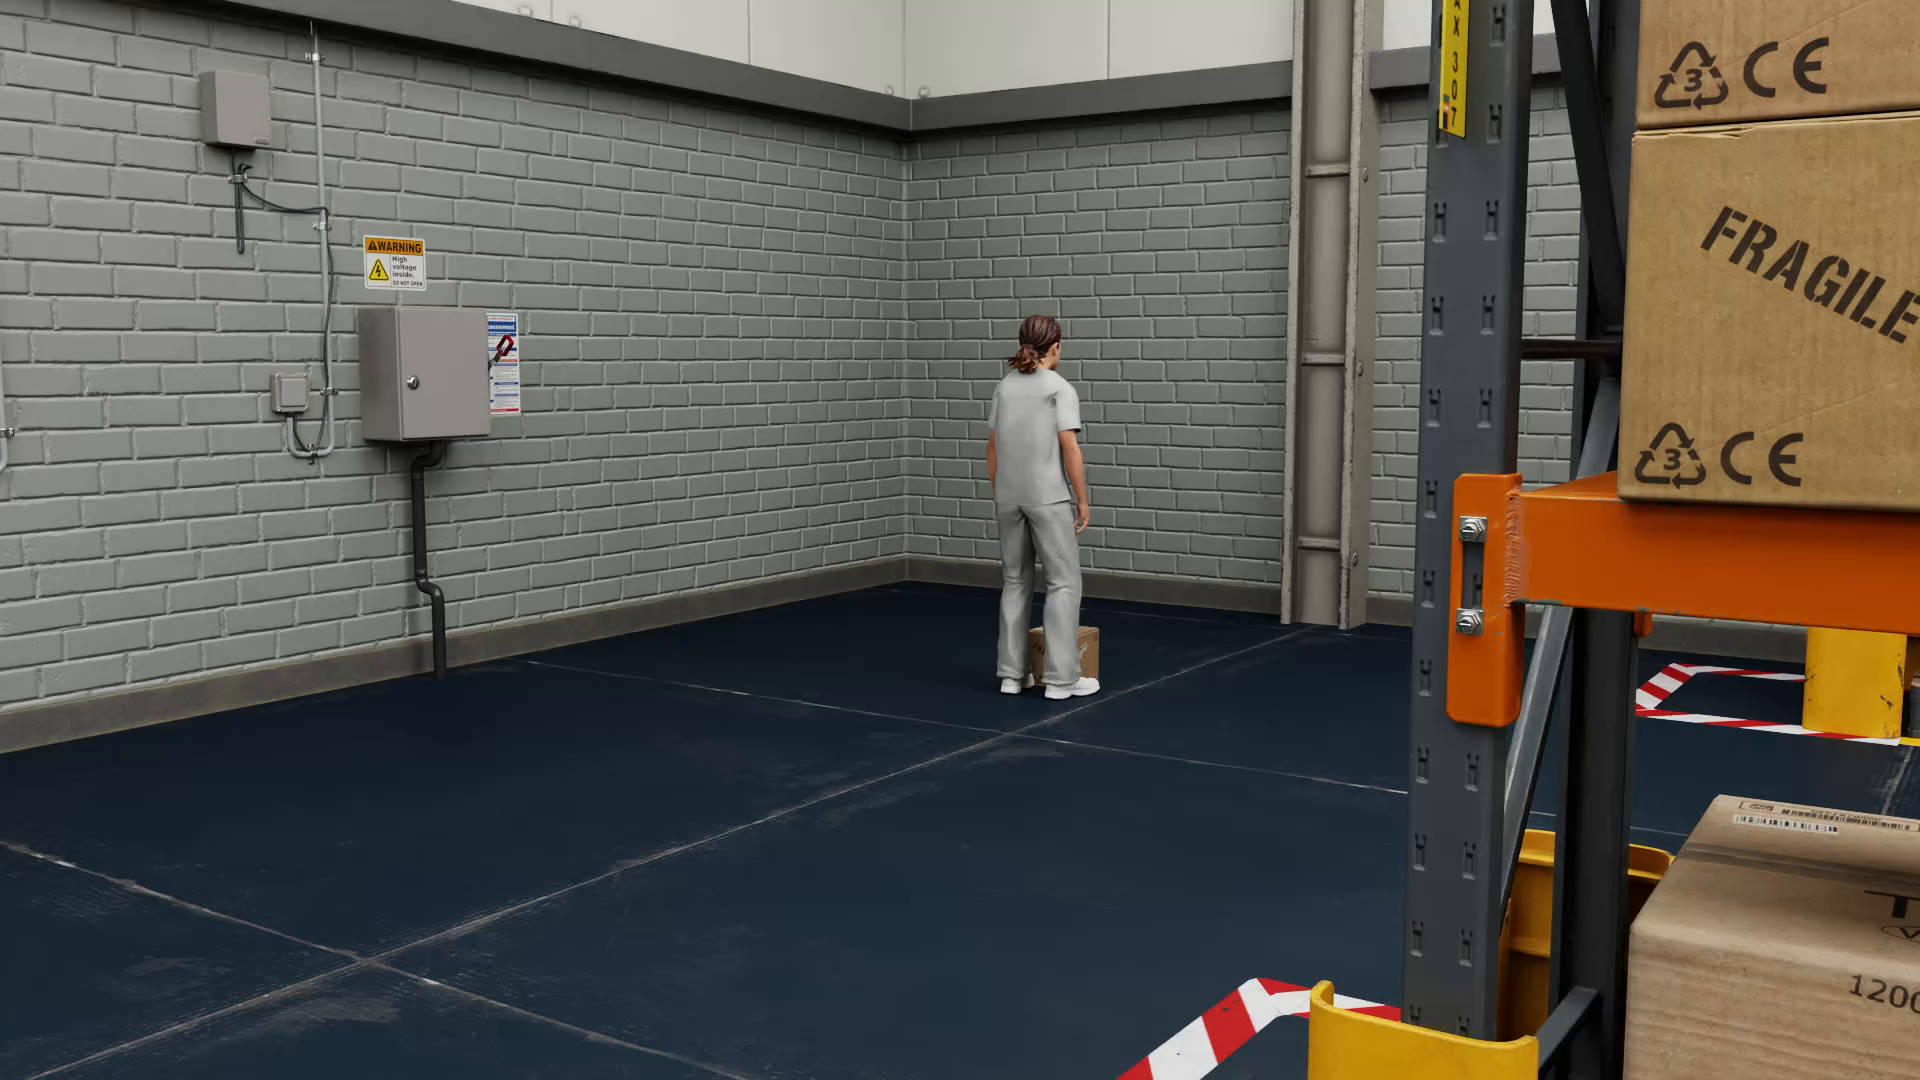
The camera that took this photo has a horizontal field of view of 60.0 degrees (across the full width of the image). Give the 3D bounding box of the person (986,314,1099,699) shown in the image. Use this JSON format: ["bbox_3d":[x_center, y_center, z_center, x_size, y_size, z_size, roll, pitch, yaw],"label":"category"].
[{"bbox_3d":[0.340,-0.152,7.324,0.486,1.673,0.357,4,8,34],"label":"person"}]
